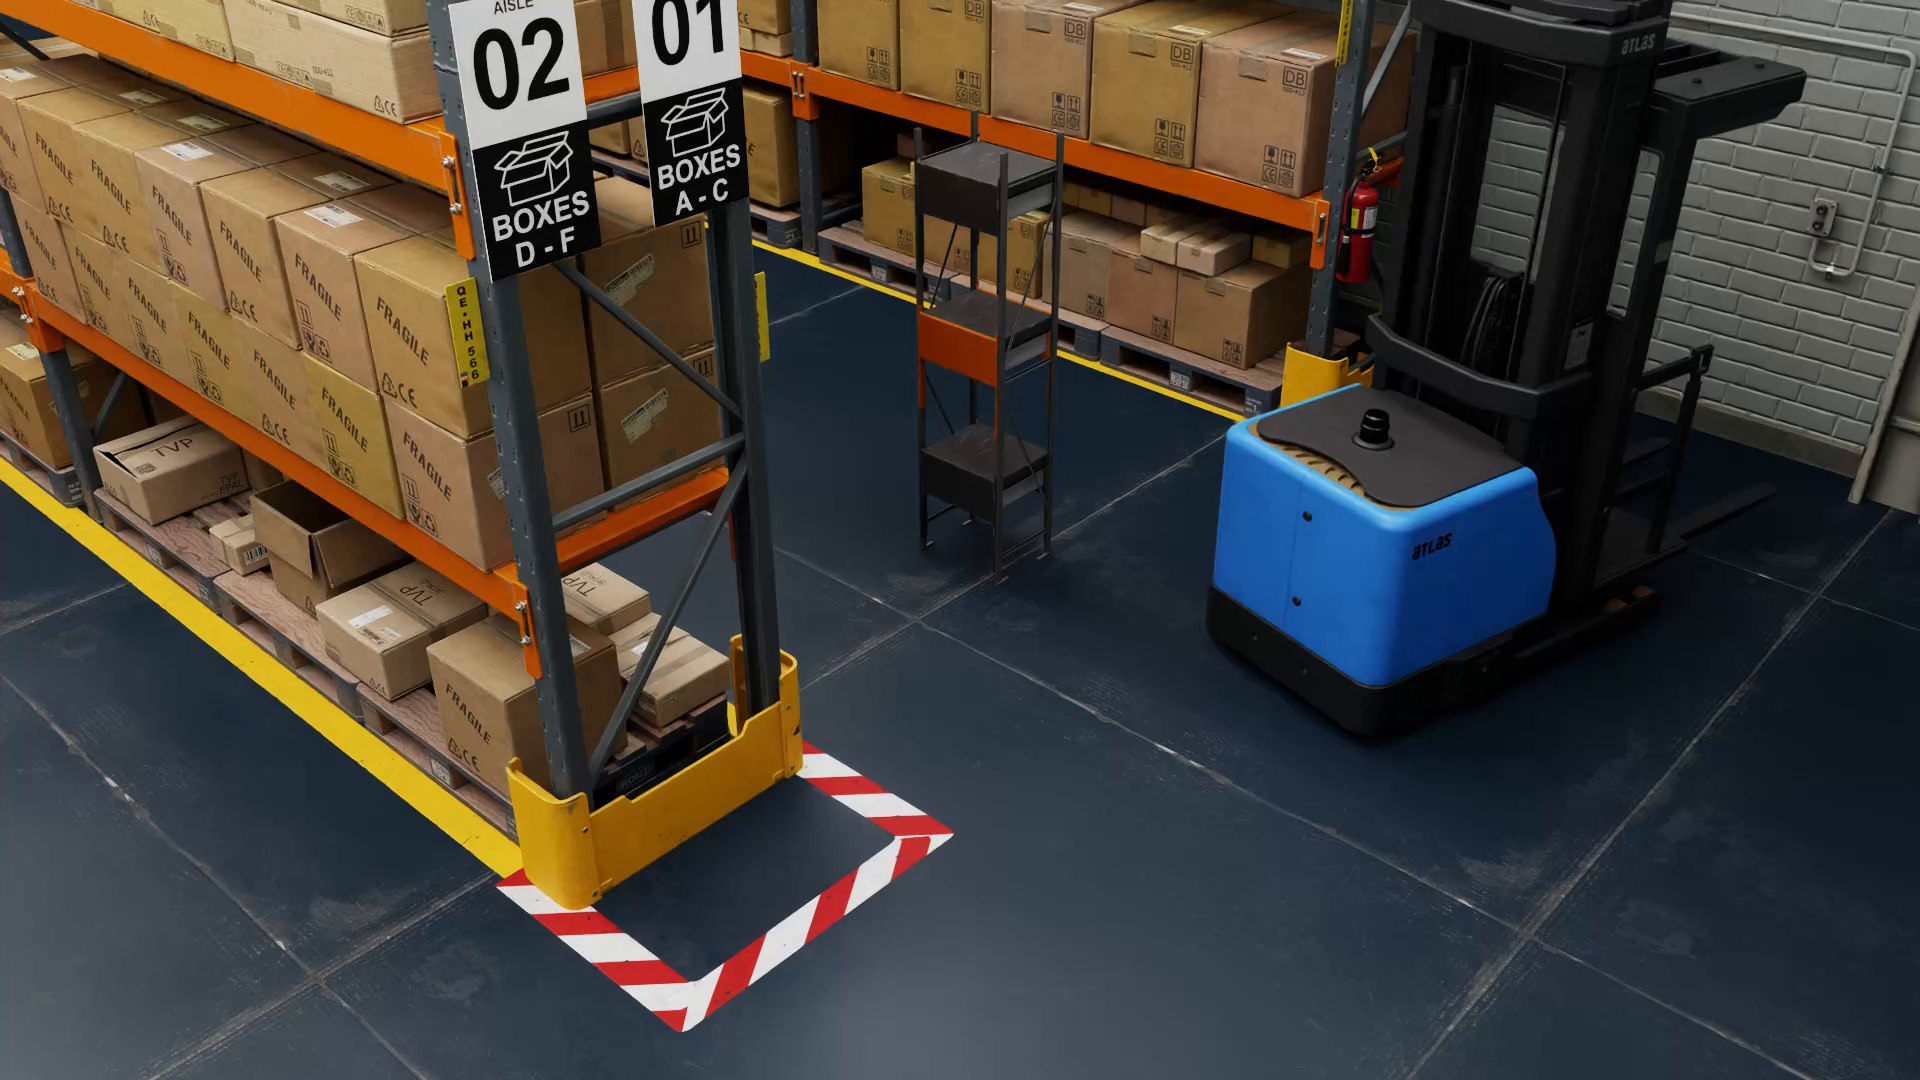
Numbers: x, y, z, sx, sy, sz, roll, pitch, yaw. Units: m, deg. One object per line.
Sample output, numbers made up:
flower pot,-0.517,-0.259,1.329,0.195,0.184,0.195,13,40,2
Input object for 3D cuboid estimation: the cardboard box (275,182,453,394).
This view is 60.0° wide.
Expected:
cardboard box,-1.961,-0.881,5.738,0.500,0.500,0.500,26,40,36

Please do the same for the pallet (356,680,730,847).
pallet,-1.719,0.707,6.871,1.213,0.211,1.003,25,39,35

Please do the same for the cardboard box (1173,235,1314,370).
cardboard box,1.664,-1.395,9.675,0.500,0.500,0.700,25,39,35

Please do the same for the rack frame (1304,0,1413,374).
rack frame,2.250,-2.082,8.799,0.127,3.000,1.000,25,39,35

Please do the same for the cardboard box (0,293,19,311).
cardboard box,-5.327,-1.097,9.161,0.500,0.500,0.500,26,39,36

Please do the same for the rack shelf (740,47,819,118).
rack shelf,-2.198,-3.850,12.434,4.000,0.370,1.077,25,39,35

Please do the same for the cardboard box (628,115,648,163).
cardboard box,-1.946,-3.207,12.345,0.750,0.750,0.750,26,40,36

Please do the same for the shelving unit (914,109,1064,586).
shelving unit,0.123,-0.842,7.613,0.503,2.100,0.431,25,39,35

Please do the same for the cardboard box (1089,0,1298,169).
cardboard box,1.318,-2.630,9.420,0.700,0.700,0.980,25,39,35

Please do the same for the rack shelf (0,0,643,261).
rack shelf,-2.554,-1.855,6.212,4.000,0.370,1.077,25,39,35

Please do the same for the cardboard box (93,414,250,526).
cardboard box,-3.871,-0.379,8.151,0.500,0.311,0.500,25,39,35

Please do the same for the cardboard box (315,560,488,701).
cardboard box,-2.324,0.369,6.968,0.500,0.250,0.500,25,39,35

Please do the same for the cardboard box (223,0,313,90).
cardboard box,-1.992,-1.661,5.338,0.500,0.250,0.500,25,39,35

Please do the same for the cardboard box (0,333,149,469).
cardboard box,-4.595,-0.749,8.583,0.500,0.500,0.500,25,39,35

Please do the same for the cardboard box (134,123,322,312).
cardboard box,-2.729,-1.236,6.328,0.500,0.500,0.500,26,40,36

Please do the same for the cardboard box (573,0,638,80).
cardboard box,-1.281,-1.682,5.372,0.500,0.250,0.500,25,39,35

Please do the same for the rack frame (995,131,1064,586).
rack frame,0.304,-0.758,7.473,0.015,2.100,0.400,25,39,35

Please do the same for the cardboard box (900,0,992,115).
cardboard box,0.213,-3.146,10.276,0.700,0.700,0.980,24,38,34

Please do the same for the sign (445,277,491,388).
sign,-1.458,-0.612,4.929,0.005,0.325,0.100,25,39,35

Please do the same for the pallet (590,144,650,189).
pallet,-2.247,-2.932,12.915,1.213,0.211,1.003,25,39,35

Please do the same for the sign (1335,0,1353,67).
sign,1.876,-2.476,8.103,0.005,0.325,0.100,25,39,35

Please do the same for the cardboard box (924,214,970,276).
cardboard box,0.140,-2.102,10.849,0.500,0.500,0.700,25,39,35

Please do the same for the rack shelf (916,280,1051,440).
rack shelf,0.123,-0.831,7.620,0.480,0.518,0.431,25,39,35

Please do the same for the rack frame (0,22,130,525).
rack frame,-4.037,-1.570,7.950,0.127,3.000,1.000,25,39,35

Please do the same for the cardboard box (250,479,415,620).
cardboard box,-2.640,-0.041,7.404,0.637,0.503,0.797,25,39,35

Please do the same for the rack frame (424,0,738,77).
rack frame,-1.071,-2.756,4.103,0.127,3.000,1.000,25,39,35

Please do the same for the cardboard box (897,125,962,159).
cardboard box,-0.204,-2.681,11.182,0.250,0.149,0.380,25,39,35

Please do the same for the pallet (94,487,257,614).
pallet,-3.528,-0.138,8.274,1.213,0.211,1.003,25,39,35

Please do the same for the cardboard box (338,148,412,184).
cardboard box,-1.983,-1.265,6.376,0.500,0.500,0.500,26,39,36

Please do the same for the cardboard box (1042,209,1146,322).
cardboard box,0.920,-1.742,10.251,0.500,0.500,0.700,24,38,34

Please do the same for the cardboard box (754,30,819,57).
cardboard box,-1.156,-3.376,11.173,0.250,0.149,0.380,25,39,36

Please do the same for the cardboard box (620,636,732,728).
cardboard box,-1.151,0.571,6.731,0.250,0.149,0.380,25,39,35

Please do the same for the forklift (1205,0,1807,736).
forklift,2.612,-1.031,7.121,3.031,2.935,1.130,-19,36,-28

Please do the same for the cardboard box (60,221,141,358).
cardboard box,-3.460,-1.157,7.166,0.500,0.500,0.500,26,40,36

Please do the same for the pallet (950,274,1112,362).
pallet,0.705,-1.556,10.630,1.213,0.211,1.003,25,39,35

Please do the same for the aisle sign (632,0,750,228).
aisle sign,-0.823,-1.388,5.127,0.004,0.787,0.394,25,39,35

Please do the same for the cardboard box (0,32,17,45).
cardboard box,-5.388,-2.381,8.793,0.500,0.500,0.700,15,34,23

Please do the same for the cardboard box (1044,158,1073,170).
cardboard box,0.570,-2.321,10.584,0.250,0.149,0.380,25,39,36

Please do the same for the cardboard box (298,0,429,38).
cardboard box,-1.623,-1.701,4.920,0.500,0.250,0.500,25,39,35

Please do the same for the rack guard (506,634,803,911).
rack guard,-1.127,0.859,6.339,0.348,0.500,1.175,25,39,35

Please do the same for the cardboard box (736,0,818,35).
cardboard box,-1.227,-3.708,11.097,0.500,0.500,0.500,24,39,34

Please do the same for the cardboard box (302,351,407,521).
cardboard box,-1.973,-0.458,6.005,0.500,0.500,0.500,25,39,35

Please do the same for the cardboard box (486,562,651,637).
cardboard box,-1.655,0.334,7.027,0.500,0.250,0.500,25,39,35

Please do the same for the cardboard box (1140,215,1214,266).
cardboard box,1.257,-1.735,9.612,0.250,0.149,0.380,26,40,36

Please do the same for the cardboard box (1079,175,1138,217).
cardboard box,0.950,-2.144,10.290,0.250,0.149,0.380,25,39,36

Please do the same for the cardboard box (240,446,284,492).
cardboard box,-3.424,-0.599,8.334,0.500,0.500,0.500,25,39,35

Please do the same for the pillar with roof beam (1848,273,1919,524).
pillar with roof beam,1.944,-2.402,3.515,0.400,9.000,9.100,25,39,35

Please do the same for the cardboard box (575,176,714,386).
cardboard box,-1.223,-0.912,5.790,0.500,0.500,0.500,26,40,36

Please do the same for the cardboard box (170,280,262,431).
cardboard box,-2.713,-0.807,6.586,0.500,0.500,0.500,24,39,34

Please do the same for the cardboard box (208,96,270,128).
cardboard box,-2.733,-1.615,6.958,0.500,0.500,0.500,25,39,35

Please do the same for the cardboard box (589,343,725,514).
cardboard box,-1.223,-0.483,6.047,0.500,0.500,0.500,26,40,36

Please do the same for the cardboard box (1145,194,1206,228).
cardboard box,1.330,-1.967,9.997,0.250,0.149,0.380,25,39,35

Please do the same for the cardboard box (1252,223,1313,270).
cardboard box,1.891,-1.706,9.563,0.250,0.149,0.380,25,39,35

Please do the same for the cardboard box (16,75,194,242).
cardboard box,-3.493,-1.592,6.921,0.500,0.500,0.500,24,38,34

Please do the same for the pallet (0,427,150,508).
pallet,-4.665,-0.643,9.113,1.213,0.211,1.003,25,39,35

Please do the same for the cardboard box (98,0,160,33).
cardboard box,-2.732,-2.008,5.915,0.500,0.250,0.500,25,39,35

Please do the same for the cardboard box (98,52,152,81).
cardboard box,-3.488,-1.966,7.540,0.500,0.500,0.500,25,39,35

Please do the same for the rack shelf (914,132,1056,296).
rack shelf,0.123,-1.430,7.259,0.480,0.518,0.431,25,39,35
